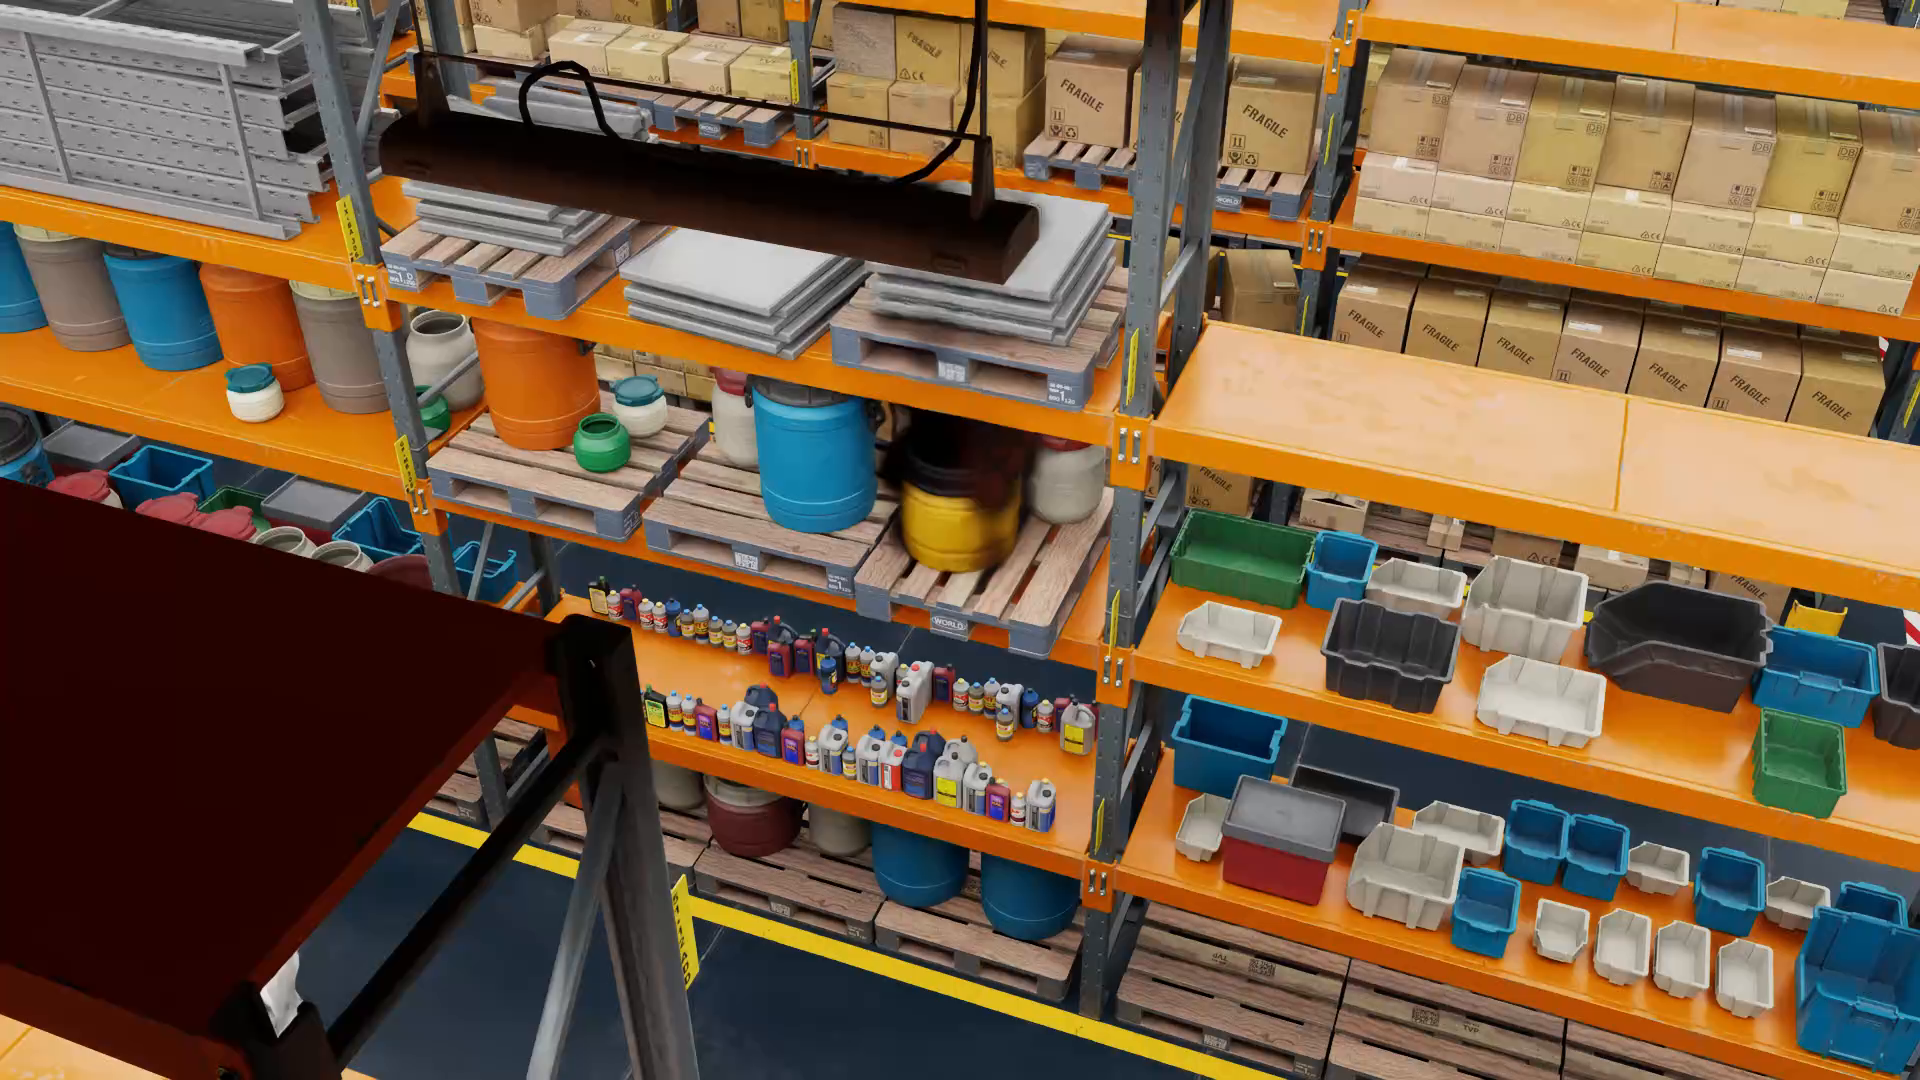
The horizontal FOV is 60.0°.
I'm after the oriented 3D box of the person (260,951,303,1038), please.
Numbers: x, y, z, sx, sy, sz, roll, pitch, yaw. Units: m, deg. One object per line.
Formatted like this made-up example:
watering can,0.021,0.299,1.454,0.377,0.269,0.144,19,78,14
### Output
person,-3.471,2.566,8.423,0.735,1.835,0.654,7,37,10
